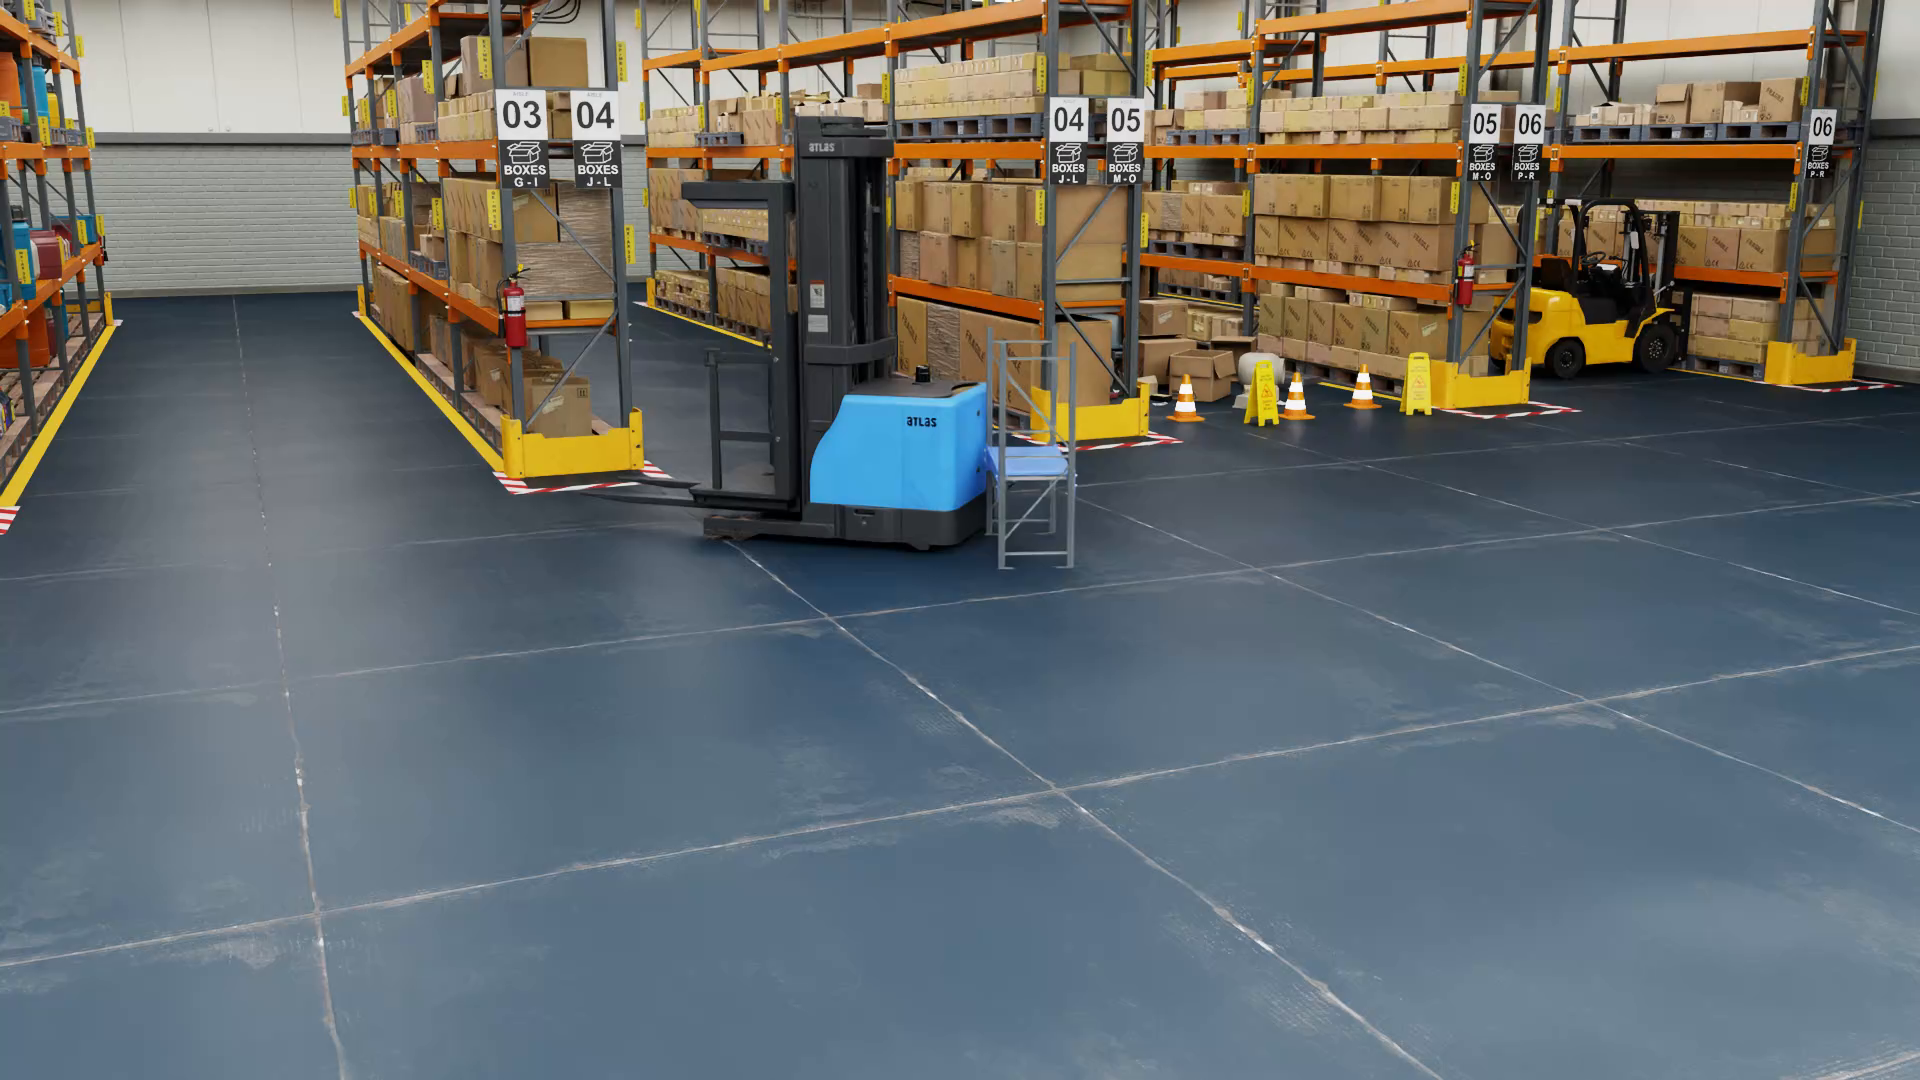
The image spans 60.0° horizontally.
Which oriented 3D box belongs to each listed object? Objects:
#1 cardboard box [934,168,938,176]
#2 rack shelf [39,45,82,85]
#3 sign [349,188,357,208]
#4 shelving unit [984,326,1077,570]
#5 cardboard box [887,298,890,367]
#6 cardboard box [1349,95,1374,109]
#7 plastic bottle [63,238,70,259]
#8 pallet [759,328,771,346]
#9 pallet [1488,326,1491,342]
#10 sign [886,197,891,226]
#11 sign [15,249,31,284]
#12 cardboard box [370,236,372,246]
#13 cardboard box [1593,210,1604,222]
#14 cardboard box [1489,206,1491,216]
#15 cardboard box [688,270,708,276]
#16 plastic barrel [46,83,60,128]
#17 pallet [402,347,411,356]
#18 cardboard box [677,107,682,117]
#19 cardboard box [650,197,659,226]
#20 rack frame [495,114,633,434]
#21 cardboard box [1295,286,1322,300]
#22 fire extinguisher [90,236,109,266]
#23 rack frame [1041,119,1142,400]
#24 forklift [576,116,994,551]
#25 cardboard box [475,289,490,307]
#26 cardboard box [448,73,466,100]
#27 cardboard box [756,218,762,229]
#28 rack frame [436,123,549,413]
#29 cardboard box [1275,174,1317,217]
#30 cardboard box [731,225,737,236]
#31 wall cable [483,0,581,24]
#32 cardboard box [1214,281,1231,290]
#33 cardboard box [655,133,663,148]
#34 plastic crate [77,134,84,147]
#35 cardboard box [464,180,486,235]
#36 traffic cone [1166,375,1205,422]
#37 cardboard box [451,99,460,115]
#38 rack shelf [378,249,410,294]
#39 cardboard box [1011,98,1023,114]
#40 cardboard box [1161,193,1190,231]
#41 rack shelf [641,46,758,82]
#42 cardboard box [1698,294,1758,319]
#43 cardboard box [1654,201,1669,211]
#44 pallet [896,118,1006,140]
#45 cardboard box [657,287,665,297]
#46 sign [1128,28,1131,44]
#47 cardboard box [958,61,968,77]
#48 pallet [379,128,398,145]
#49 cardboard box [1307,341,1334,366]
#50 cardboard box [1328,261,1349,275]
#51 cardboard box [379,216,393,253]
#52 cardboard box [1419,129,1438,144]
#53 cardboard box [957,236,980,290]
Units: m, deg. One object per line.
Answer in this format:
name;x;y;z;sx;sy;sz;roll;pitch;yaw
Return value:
cardboard box;-0.262;-6.738;30.453;0.380;0.149;0.250;-5;14;-22
rack shelf;-13.474;-6.876;24.103;1.077;0.370;4.000;-6;14;-23
sign;-10.248;-5.770;28.054;0.100;0.325;0.005;-6;14;-23
shelving unit;0.471;-0.655;11.373;0.538;1.500;1.048;-1;13;-4
cardboard box;-0.676;-2.535;20.230;1.050;0.750;0.750;-6;14;-23
cardboard box;4.702;-5.033;19.099;0.380;0.149;0.250;-5;14;-22
plastic bottle;-12.084;-3.932;22.467;0.061;0.283;0.133;-6;14;-23
pallet;-2.259;-2.936;24.088;1.003;0.211;1.213;-6;14;-23
pallet;8.366;-3.014;24.424;1.003;0.211;1.213;-6;14;-23
sign;-0.838;-3.781;19.163;0.100;0.325;0.005;-6;14;-23
sign;-8.959;-2.615;15.900;0.100;0.325;0.005;-6;14;-23
cardboard box;-8.969;-4.656;25.892;0.380;0.149;0.250;-5;14;-22
cardboard box;8.819;-4.394;22.544;0.380;0.149;0.250;-6;14;-23
cardboard box;7.913;-4.848;24.505;0.380;0.149;0.250;-6;14;-24
cardboard box;-4.659;-4.748;29.804;0.380;0.149;0.250;-5;14;-22
plastic barrel;-12.121;-5.673;21.726;0.600;0.588;0.600;0;13;0
pallet;-7.264;-2.769;23.365;1.003;0.211;1.213;-6;14;-23
cardboard box;-4.467;-7.091;27.541;0.380;0.149;0.250;-6;14;-23
cardboard box;-5.225;-5.862;29.664;0.500;0.500;0.500;-5;14;-20
rack frame;-3.327;-2.053;14.089;1.000;3.000;0.127;-6;14;-23
cardboard box;4.342;-3.038;20.407;0.380;0.149;0.250;-5;14;-21
fire extinguisher;-13.919;-4.764;26.801;0.296;0.674;0.183;-6;14;-23
rack frame;1.258;-2.480;15.934;1.000;3.000;0.127;-6;14;-23
forklift;-1.324;-1.529;11.976;3.031;2.935;1.130;4;14;17
cardboard box;-4.328;-2.272;15.589;0.380;0.149;0.250;-6;14;-23
cardboard box;-5.027;-4.702;17.721;0.797;0.503;0.637;-6;14;-26
cardboard box;-2.670;-4.476;23.524;0.380;0.149;0.250;-5;14;-21
rack frame;-4.930;-2.880;17.660;1.000;3.000;0.127;-6;14;-23
cardboard box;4.313;-4.238;20.428;0.700;0.500;0.500;-6;14;-23
cardboard box;-3.187;-4.597;24.707;0.380;0.149;0.250;-6;14;-26
wall cable;-8.844;-11.328;33.725;2.277;5.999;0.120;-6;14;-23
cardboard box;5.000;-4.781;31.266;0.380;0.149;0.250;-6;14;-25
cardboard box;-4.999;-6.949;28.923;0.500;0.250;0.500;-5;14;-21
plastic crate;-13.618;-6.092;25.355;0.450;0.188;0.336;-6;14;-23
cardboard box;-4.370;-3.136;15.667;0.500;0.500;0.500;-6;14;-23
traffic cone;2.346;-1.482;17.249;0.336;0.463;0.334;-6;14;-23
cardboard box;-4.659;-4.151;15.947;0.380;0.149;0.250;-6;14;-24
rack shelf;-7.333;-3.769;23.097;1.077;0.370;4.000;-6;14;-23
cardboard box;0.714;-4.163;15.956;0.380;0.149;0.250;-5;14;-22
cardboard box;3.144;-4.565;23.130;0.500;0.500;0.500;-6;14;-25
rack shelf;-4.350;-7.943;27.837;1.077;0.370;4.000;-6;14;-23
cardboard box;9.619;-2.922;20.790;0.500;0.250;0.500;-5;14;-22
cardboard box;9.258;-4.332;21.615;0.380;0.149;0.250;-6;14;-23
pallet;-0.026;-4.555;18.442;1.003;0.211;1.213;-6;14;-23
cardboard box;-5.235;-4.465;29.899;0.380;0.149;0.250;-5;14;-22
sign;3.393;-10.070;33.177;0.100;0.325;0.005;-6;14;-23
cardboard box;0.201;-4.815;17.006;0.380;0.149;0.250;-6;14;-23
pallet;-6.839;-5.204;21.467;1.213;0.211;1.003;-5;14;-20
cardboard box;4.579;-2.275;20.213;0.500;0.250;0.500;-6;14;-24
cardboard box;4.613;-3.244;19.789;0.380;0.149;0.250;-6;14;-23
cardboard box;-8.179;-4.464;24.281;0.500;0.500;0.500;-6;14;-23
cardboard box;5.224;-4.384;18.065;0.380;0.149;0.250;-6;14;-23
cardboard box;0.468;-2.970;17.719;0.875;0.550;0.500;-6;14;-23
